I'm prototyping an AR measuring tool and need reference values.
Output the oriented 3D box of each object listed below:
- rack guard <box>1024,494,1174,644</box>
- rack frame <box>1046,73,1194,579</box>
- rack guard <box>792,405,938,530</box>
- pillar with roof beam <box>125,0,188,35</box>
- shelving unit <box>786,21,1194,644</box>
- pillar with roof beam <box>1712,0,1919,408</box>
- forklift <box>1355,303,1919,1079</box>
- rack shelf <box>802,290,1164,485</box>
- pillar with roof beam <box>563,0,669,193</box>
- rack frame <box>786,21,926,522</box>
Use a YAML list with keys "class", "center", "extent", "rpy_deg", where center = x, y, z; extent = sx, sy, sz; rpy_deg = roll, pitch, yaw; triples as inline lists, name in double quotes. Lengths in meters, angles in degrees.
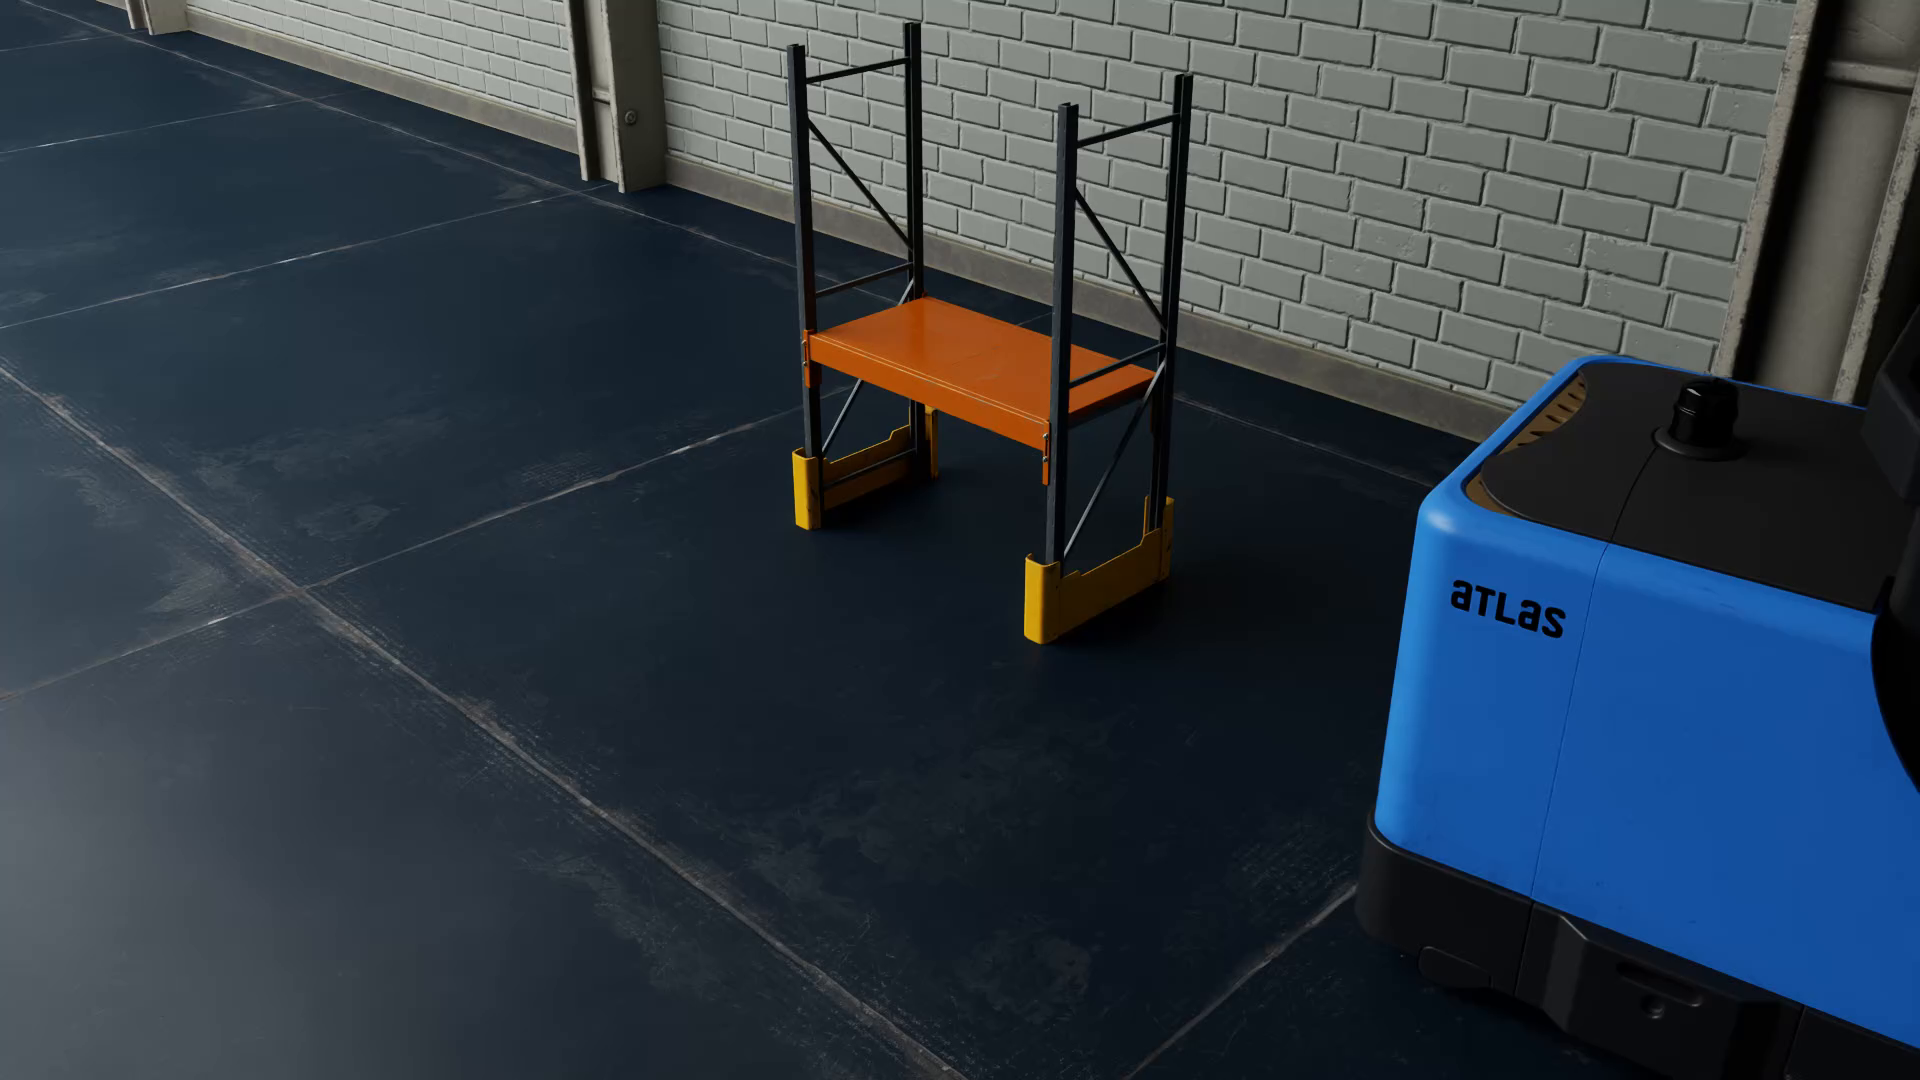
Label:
- class: "rack guard"
  center: [0.409, 0.077, 4.835]
  extent: [0.087, 0.250, 0.587]
  rpy_deg: [25, 36, 38]
- class: "rack frame"
  center: [0.423, -0.470, 4.533]
  extent: [0.032, 1.500, 0.500]
  rpy_deg: [25, 36, 38]
- class: "rack guard"
  center: [-0.301, -0.248, 5.454]
  extent: [0.087, 0.250, 0.587]
  rpy_deg: [25, 36, 38]
- class: "pillar with roof beam"
  center: [-9.085, -6.441, 7.831]
  extent: [0.400, 9.000, 9.100]
  rpy_deg: [25, 36, 38]
- class: "shelving unit"
  center: [0.054, -0.639, 4.854]
  extent: [1.083, 1.500, 0.587]
  rpy_deg: [25, 36, 38]
- class: "pillar with roof beam"
  center: [-0.528, -2.526, 0.385]
  extent: [0.400, 9.000, 9.100]
  rpy_deg: [25, 36, 38]
- class: "forklift"
  center: [2.342, -0.204, 2.488]
  extent: [3.031, 2.935, 1.130]
  rpy_deg: [18, 33, 31]
- class: "rack shelf"
  center: [0.061, -0.477, 4.932]
  extent: [1.000, 0.185, 0.538]
  rpy_deg: [25, 36, 38]
- class: "pillar with roof beam"
  center: [-4.806, -4.484, 4.108]
  extent: [0.400, 9.000, 9.100]
  rpy_deg: [25, 36, 38]
- class: "rack frame"
  center: [-0.302, -0.802, 5.163]
  extent: [0.032, 1.500, 0.500]
  rpy_deg: [25, 36, 38]
